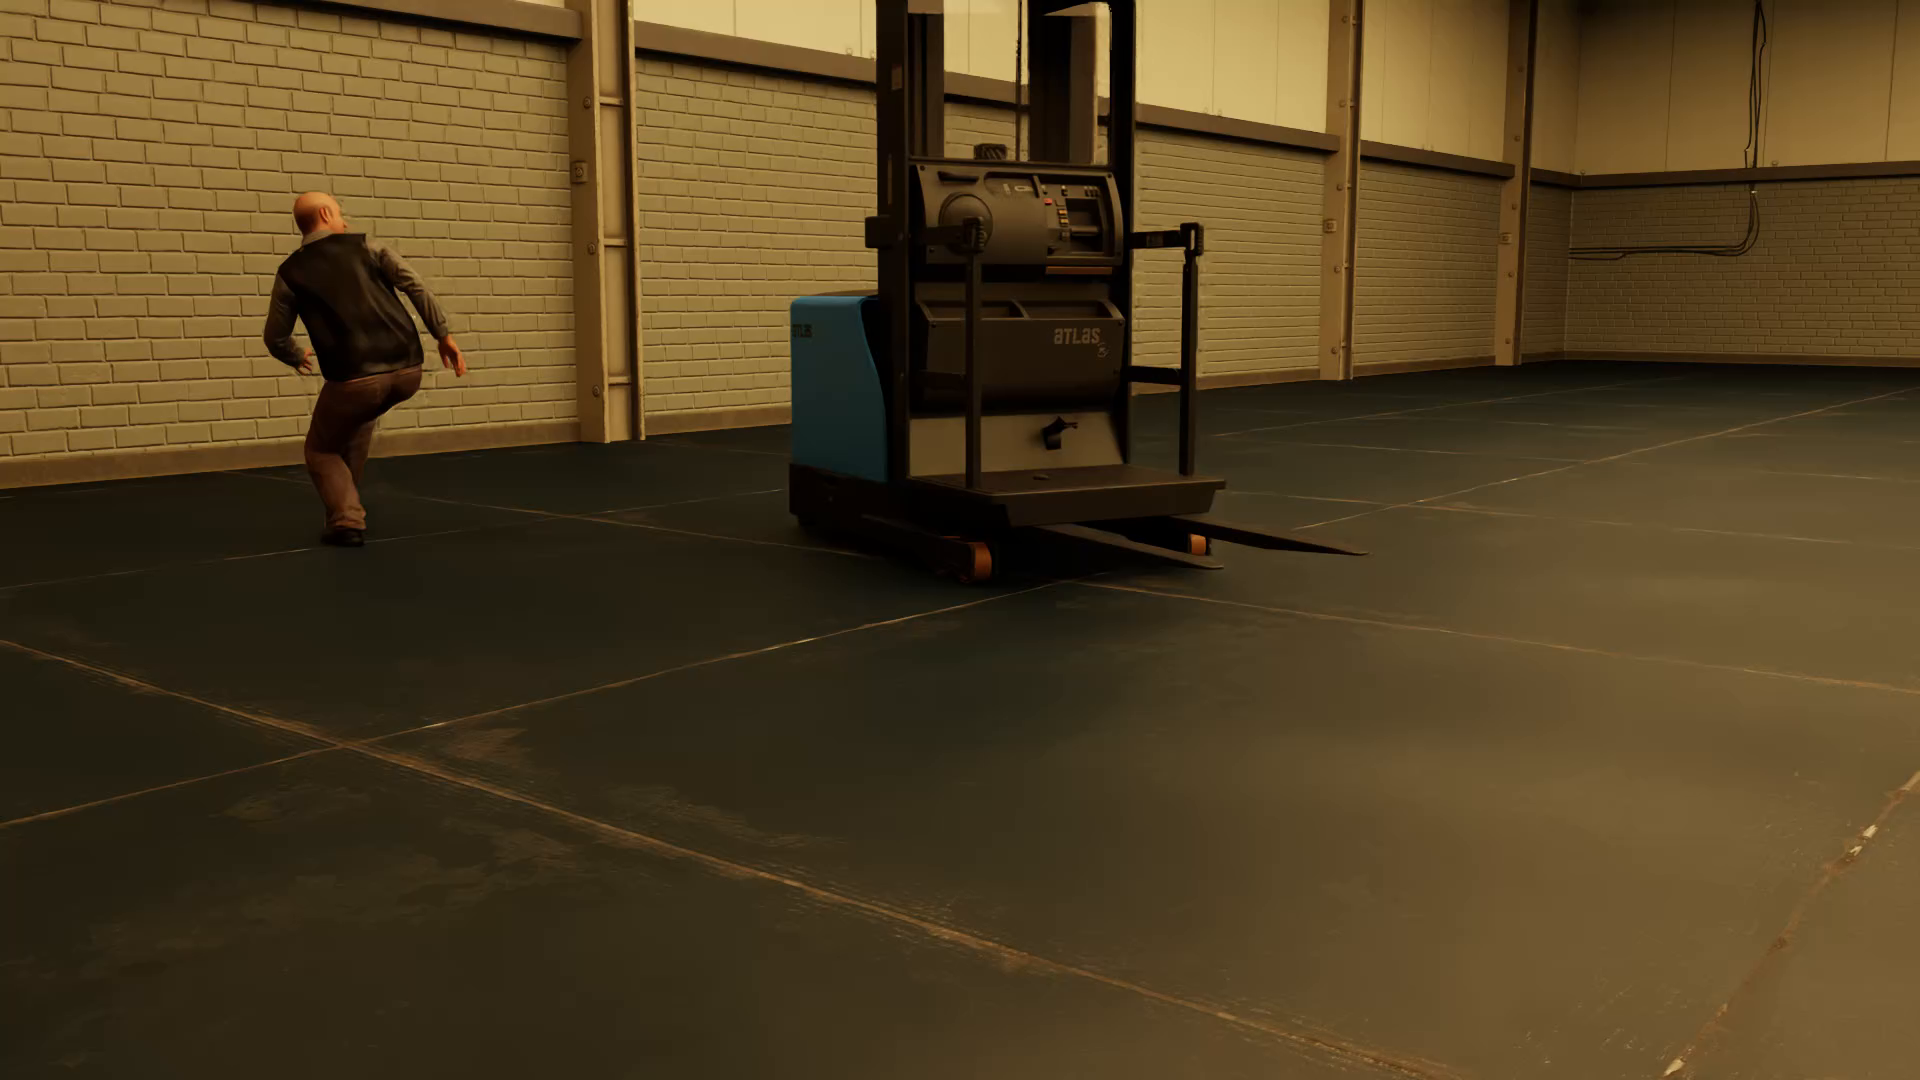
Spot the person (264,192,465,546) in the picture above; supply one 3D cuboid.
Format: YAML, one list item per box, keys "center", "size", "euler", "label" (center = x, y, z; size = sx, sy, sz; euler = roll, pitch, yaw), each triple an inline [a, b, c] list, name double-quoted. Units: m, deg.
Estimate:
- center: [-2.694, -0.766, 7.426]
  size: [0.746, 1.541, 0.762]
  euler: [-6, 10, -36]
  label: "person"

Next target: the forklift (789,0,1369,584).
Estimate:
- center: [0.354, -1.357, 6.555]
  size: [1.130, 2.935, 3.031]
  euler: [-5, 9, -28]
  label: "forklift"
